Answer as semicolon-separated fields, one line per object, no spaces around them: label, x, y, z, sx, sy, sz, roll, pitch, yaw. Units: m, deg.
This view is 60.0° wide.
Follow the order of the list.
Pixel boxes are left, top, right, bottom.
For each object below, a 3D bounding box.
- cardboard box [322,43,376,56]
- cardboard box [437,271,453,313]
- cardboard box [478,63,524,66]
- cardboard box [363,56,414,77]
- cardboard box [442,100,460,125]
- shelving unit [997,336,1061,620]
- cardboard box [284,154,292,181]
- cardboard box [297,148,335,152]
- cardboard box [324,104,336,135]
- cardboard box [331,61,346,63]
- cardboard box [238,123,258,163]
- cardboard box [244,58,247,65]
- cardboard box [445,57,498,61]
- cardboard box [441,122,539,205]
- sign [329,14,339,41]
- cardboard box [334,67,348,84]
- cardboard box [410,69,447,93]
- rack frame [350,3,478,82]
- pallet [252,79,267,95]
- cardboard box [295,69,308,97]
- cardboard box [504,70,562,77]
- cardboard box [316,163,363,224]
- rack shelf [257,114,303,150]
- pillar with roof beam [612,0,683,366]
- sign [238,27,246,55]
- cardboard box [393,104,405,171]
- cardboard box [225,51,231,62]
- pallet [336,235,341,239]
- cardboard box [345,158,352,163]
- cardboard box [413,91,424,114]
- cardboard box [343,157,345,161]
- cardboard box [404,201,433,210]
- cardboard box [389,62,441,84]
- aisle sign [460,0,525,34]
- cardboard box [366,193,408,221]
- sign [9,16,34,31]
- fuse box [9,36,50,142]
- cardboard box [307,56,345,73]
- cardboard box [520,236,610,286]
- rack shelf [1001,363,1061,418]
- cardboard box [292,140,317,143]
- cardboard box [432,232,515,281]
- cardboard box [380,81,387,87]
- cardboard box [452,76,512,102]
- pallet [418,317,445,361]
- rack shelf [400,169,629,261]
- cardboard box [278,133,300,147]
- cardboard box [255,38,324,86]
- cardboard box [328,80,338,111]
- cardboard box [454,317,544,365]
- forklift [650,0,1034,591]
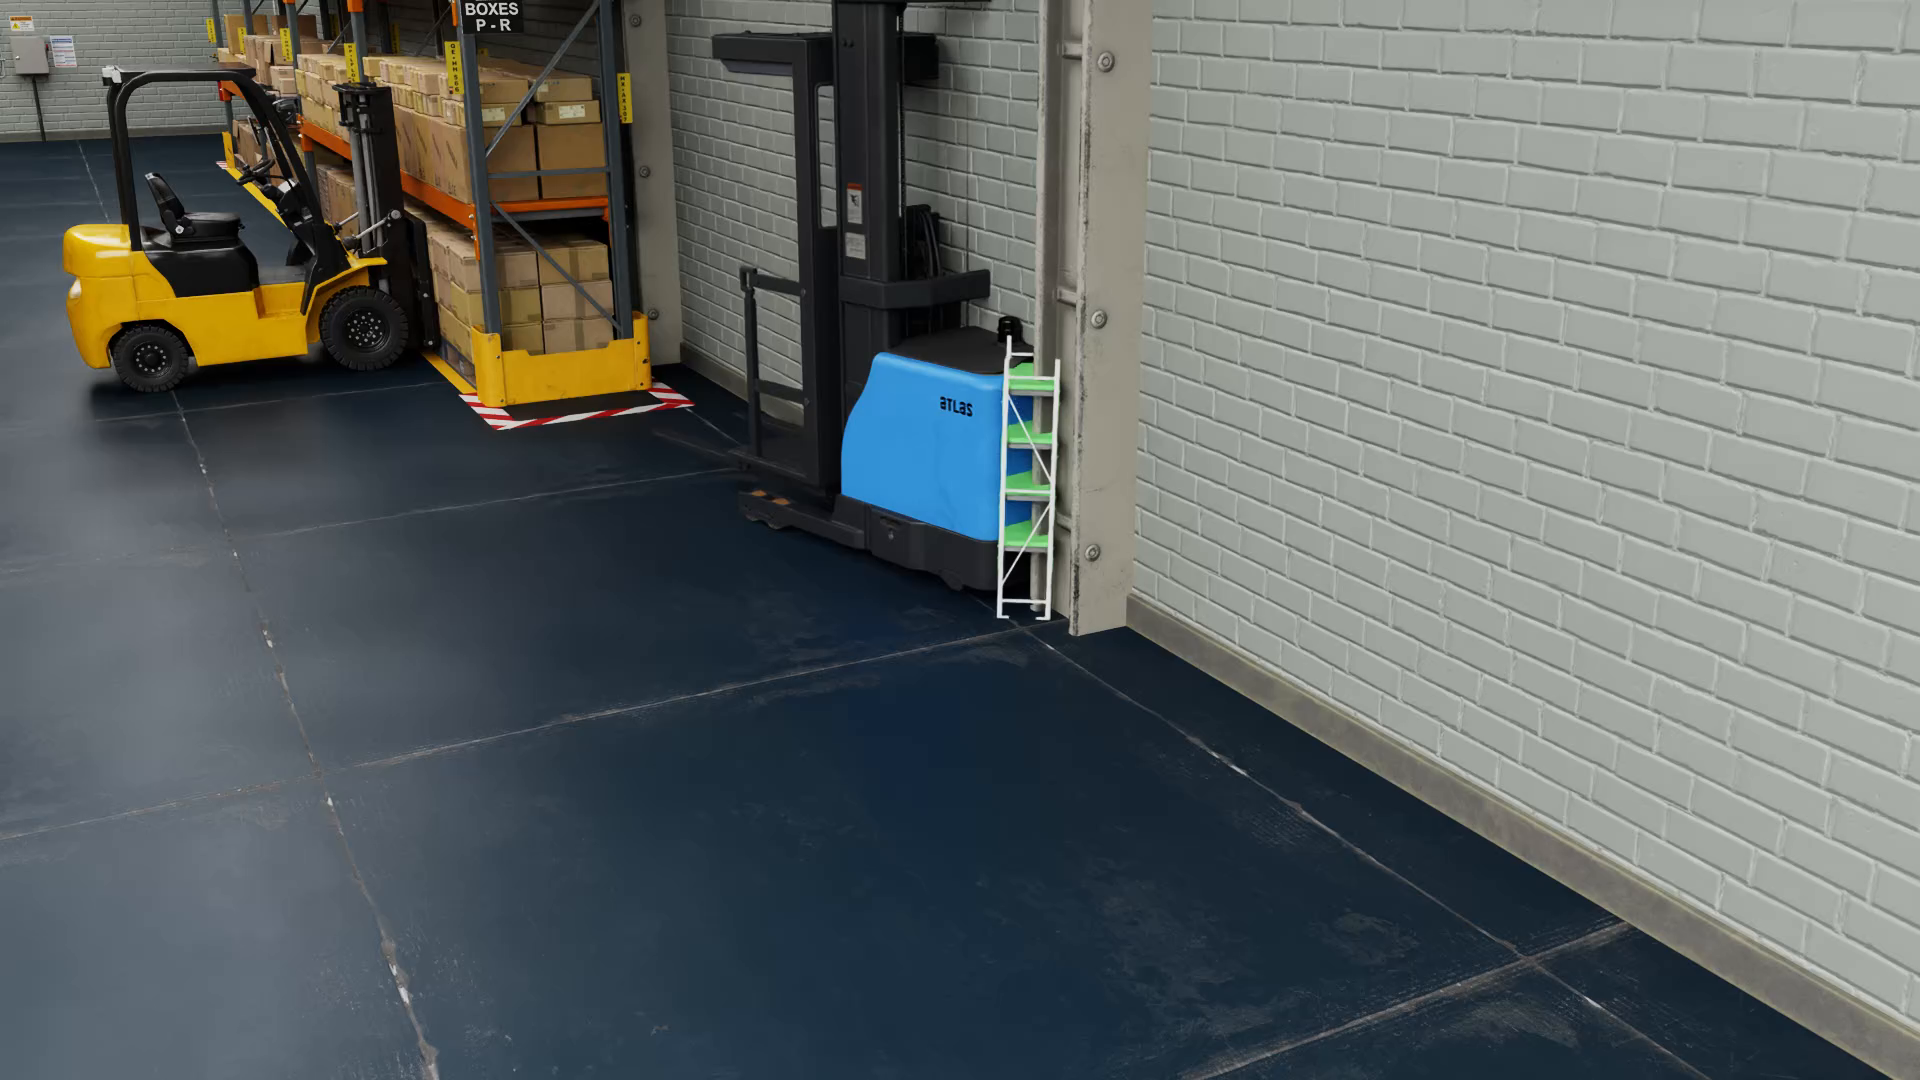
cardboard box;-6.666;-5.167;18.211;0.500;0.500;0.500;-9;21;-24
cardboard box;-3.495;-1.825;12.127;0.500;0.250;0.500;-10;22;-27
cardboard box;-3.570;-3.601;12.865;0.380;0.149;0.250;-9;21;-25
cardboard box;-4.770;-3.958;13.901;0.380;0.149;0.250;-10;21;-26
cardboard box;-3.319;-2.932;11.382;0.380;0.149;0.250;-10;21;-26
shelving unit;0.313;-0.289;7.607;0.258;1.200;0.503;2;18;2
cardboard box;-7.692;-4.296;19.671;0.500;0.500;0.500;-11;22;-29
cardboard box;-7.260;-4.332;18.780;0.380;0.149;0.250;-11;22;-28
cardboard box;-5.834;-4.072;16.065;0.500;0.250;0.500;-9;21;-25
cardboard box;-5.836;-4.538;16.036;0.380;0.149;0.250;-10;21;-27
cardboard box;-9.779;-5.621;23.512;0.700;0.500;0.500;-9;21;-24
cardboard box;-8.915;-6.076;21.415;0.500;0.250;0.500;-9;21;-25
cardboard box;-4.022;-3.899;13.728;0.380;0.149;0.250;-10;22;-27
cardboard box;-3.225;-2.601;11.417;0.500;0.500;0.500;-11;22;-28
sign;-7.972;-6.532;21.188;0.100;0.325;0.005;-10;21;-27
cardboard box;-5.467;-4.224;15.125;0.380;0.149;0.250;-11;22;-28
cardboard box;-3.810;-3.369;12.192;0.380;0.149;0.250;-10;21;-26
rack frame;-4.660;-3.601;14.470;1.000;3.000;0.127;-10;21;-27
pallet;-8.175;-5.561;20.443;1.003;0.211;1.213;-10;21;-27
cardboard box;-6.586;-4.746;17.250;0.500;0.250;0.500;-10;21;-27
cardboard box;-3.069;-3.304;12.005;0.380;0.149;0.250;-10;21;-26
cardboard box;-6.275;-3.644;17.591;0.875;0.625;0.625;-9;21;-25
rack shelf;-7.509;-4.984;19.579;1.077;0.370;4.000;-10;21;-27
pillar with roof beam;-6.086;-4.962;9.215;9.100;9.000;0.400;-10;21;-27
sign;-8.933;-6.221;20.734;0.100;0.325;0.005;-10;21;-27
cardboard box;-4.176;-3.189;13.121;0.500;0.500;0.500;-10;22;-27
cardboard box;-9.897;-6.654;23.091;0.500;0.250;0.500;-10;22;-28
pallet;-6.203;-3.189;17.550;1.003;0.211;1.213;-10;21;-27
cardboard box;-6.824;-4.411;19.009;0.380;0.149;0.250;-10;21;-26
cardboard box;-3.802;-3.228;12.239;0.380;0.149;0.250;-10;21;-26
cardboard box;-6.979;-4.227;19.470;0.500;0.500;0.500;-9;21;-24
cardboard box;-4.472;-2.637;13.713;0.500;0.250;0.500;-10;21;-27
cardboard box;-4.258;-3.665;13.052;0.380;0.149;0.250;-10;22;-28
aisle sign;-2.988;-3.618;10.532;0.394;0.787;0.004;-10;21;-27
cardboard box;-4.917;-2.825;15.218;0.875;0.625;0.625;-9;21;-24
sign;-15.652;-8.616;27.736;0.339;0.242;0.001;-10;21;-27
fuse box;-15.505;-7.566;27.934;0.539;1.711;0.414;-10;21;-27
cardboard box;-6.395;-4.820;16.854;0.380;0.149;0.250;-9;21;-25
cardboard box;-2.822;-1.992;11.844;0.500;0.250;0.500;-10;22;-27
rack shelf;0.322;-0.684;7.476;0.258;0.148;0.480;2;18;2
cardboard box;-7.694;-4.639;19.671;0.380;0.149;0.250;-10;21;-26
cardboard box;-3.501;-2.054;12.024;0.500;0.250;0.500;-10;21;-26
cardboard box;-4.415;-3.596;13.307;0.380;0.149;0.250;-9;21;-25
cardboard box;-3.260;-3.084;11.366;0.380;0.149;0.250;-10;21;-27
pallet;-3.736;-1.698;13.228;1.003;0.211;1.213;-10;21;-27
rack shelf;-3.710;-2.687;12.923;1.077;0.370;4.000;-10;21;-27
cardboard box;-8.191;-4.938;20.537;0.380;0.149;0.250;-11;22;-29
cardboard box;-7.807;-5.596;19.454;0.700;0.500;0.500;-10;21;-27
cardboard box;-5.606;-4.162;15.559;0.500;0.250;0.500;-10;21;-26
cardboard box;-3.262;-1.438;11.771;0.500;0.250;0.500;-10;21;-26
forklift;-0.541;-1.542;8.607;1.130;2.935;3.031;-17;26;-41
